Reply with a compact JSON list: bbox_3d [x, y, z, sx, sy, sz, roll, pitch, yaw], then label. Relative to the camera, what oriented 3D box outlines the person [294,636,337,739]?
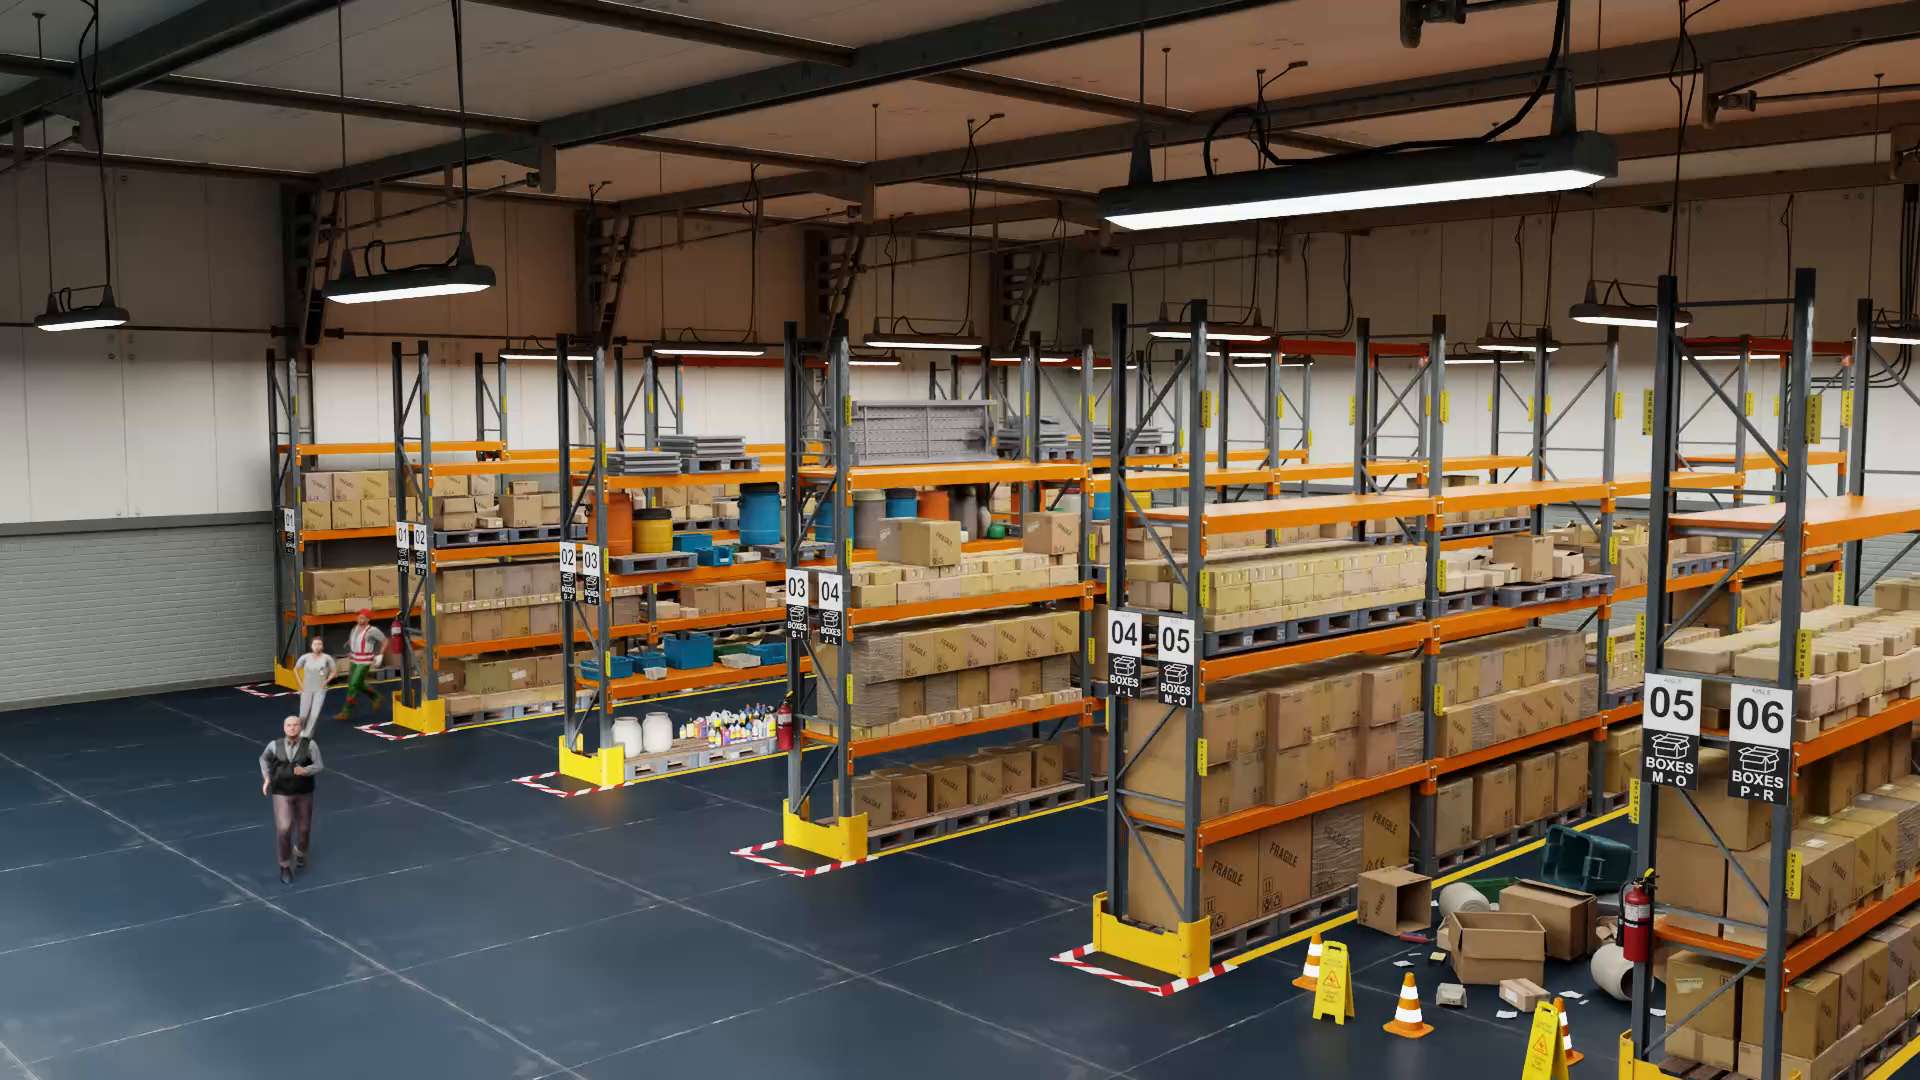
[{"bbox_3d":[-9.545,2.228,24.642,0.590,1.621,0.549,-2,5,-22],"label":"person"}]

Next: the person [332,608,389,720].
[{"bbox_3d":[-9.584,1.966,26.566,0.709,1.749,1.002,4,6,35],"label":"person"}]

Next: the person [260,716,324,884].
[{"bbox_3d":[-7.153,2.770,17.838,0.624,1.780,0.752,-2,5,-25],"label":"person"}]
